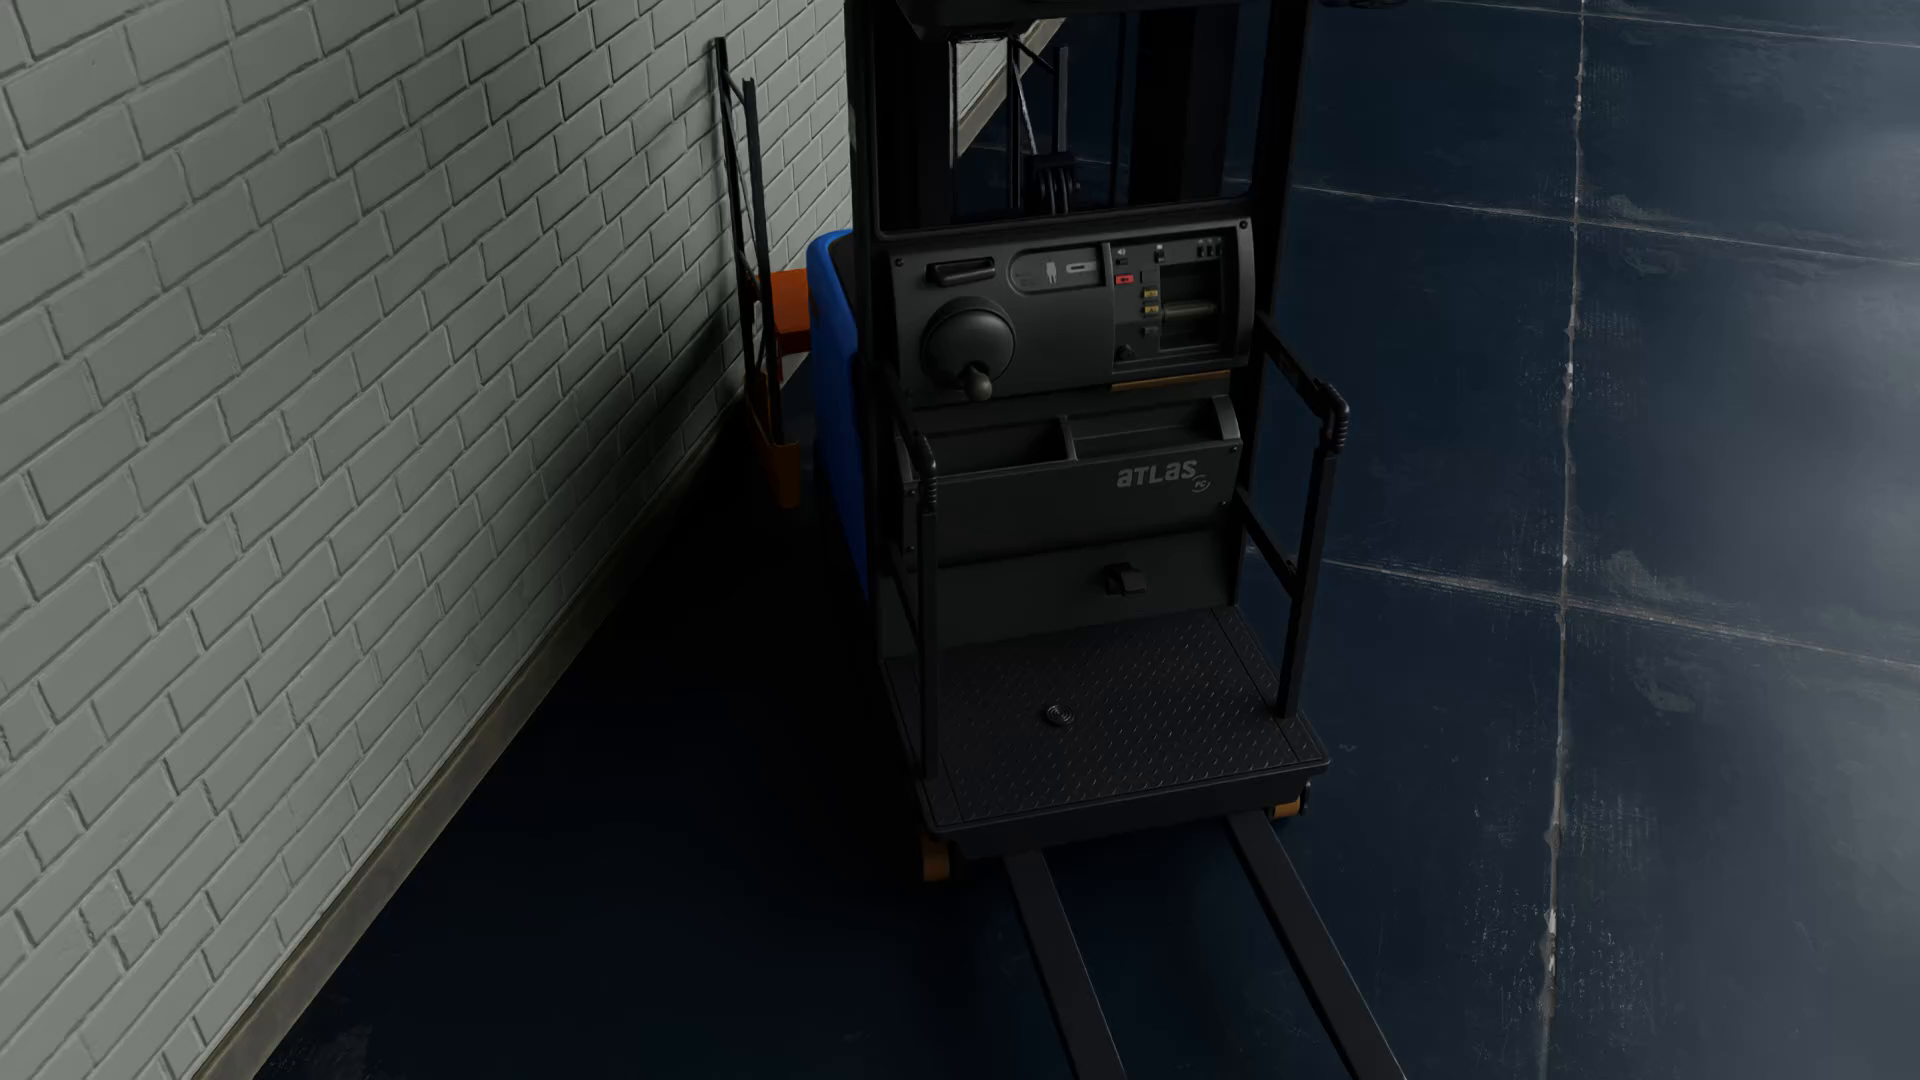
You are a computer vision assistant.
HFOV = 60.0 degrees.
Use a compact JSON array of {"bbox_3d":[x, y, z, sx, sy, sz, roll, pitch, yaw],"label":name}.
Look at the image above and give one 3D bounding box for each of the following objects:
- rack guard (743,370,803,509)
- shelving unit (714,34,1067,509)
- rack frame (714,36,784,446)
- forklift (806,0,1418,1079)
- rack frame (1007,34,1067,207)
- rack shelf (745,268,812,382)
[{"bbox_3d":[-0.677,-0.370,6.001,0.087,0.250,0.587,-11,34,-15],"label":"rack guard"},{"bbox_3d":[-0.212,-0.983,5.787,1.083,1.500,0.587,-11,34,-15],"label":"shelving unit"},{"bbox_3d":[-0.704,-0.891,5.657,0.032,1.500,0.500,-11,34,-15],"label":"rack frame"},{"bbox_3d":[0.340,-0.509,3.969,1.130,2.935,3.031,-8,37,-11],"label":"forklift"},{"bbox_3d":[0.263,-1.071,5.912,0.032,1.500,0.500,-11,34,-15],"label":"rack frame"},{"bbox_3d":[-0.218,-0.830,5.882,1.000,0.185,0.538,-11,34,-15],"label":"rack shelf"}]
